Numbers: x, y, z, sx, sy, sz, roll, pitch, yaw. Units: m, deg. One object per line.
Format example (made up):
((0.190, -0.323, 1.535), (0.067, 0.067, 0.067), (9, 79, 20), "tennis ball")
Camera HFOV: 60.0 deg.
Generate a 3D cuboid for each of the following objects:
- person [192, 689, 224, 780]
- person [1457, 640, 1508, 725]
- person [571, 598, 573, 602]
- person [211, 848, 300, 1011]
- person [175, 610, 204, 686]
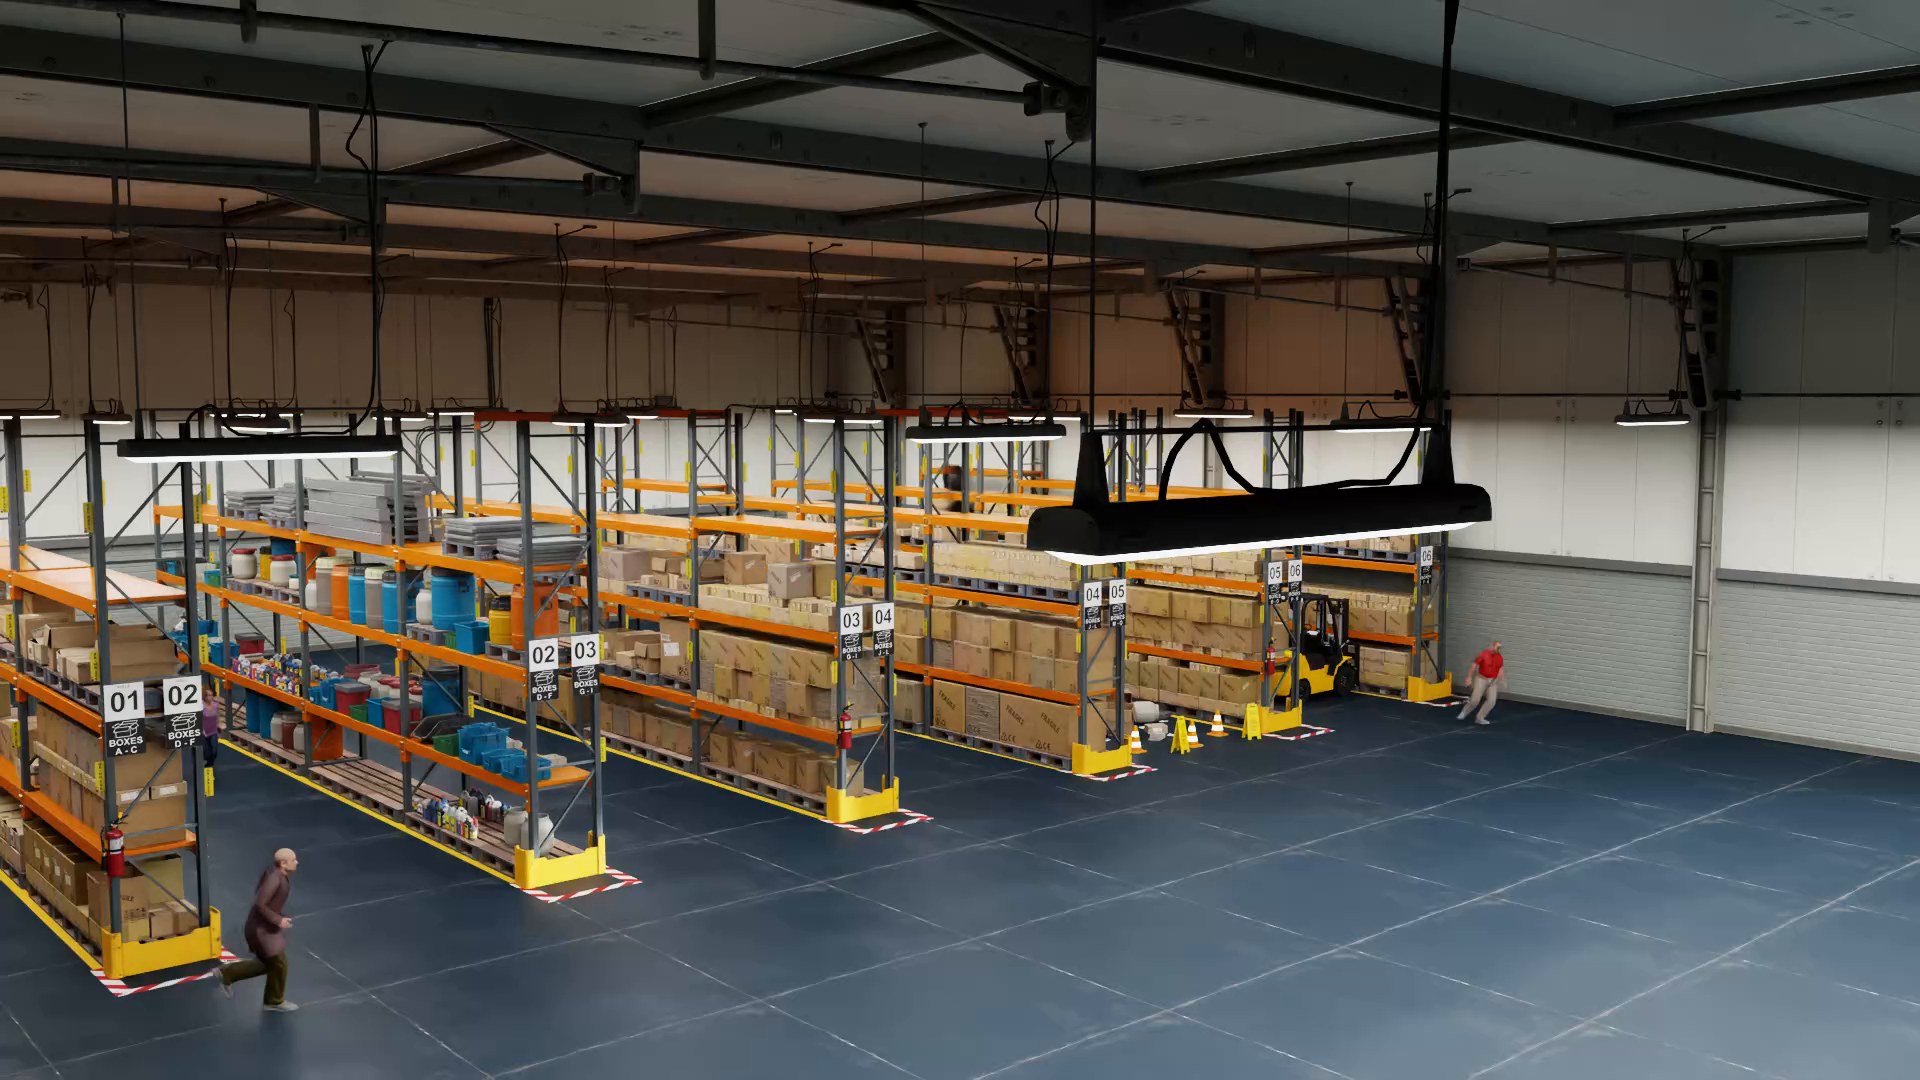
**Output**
((-12.385, 3.182, 27.267), (0.544, 1.534, 0.539), (4, 6, 38), "person")
((10.006, 2.707, 31.845), (0.832, 1.650, 0.644), (-2, 5, -19), "person")
((-8.868, 2.110, 38.505), (0.603, 1.668, 0.653), (-4, 6, -37), "person")
((-7.184, 4.012, 16.943), (0.869, 1.725, 0.707), (-1, 5, -10), "person")
((-16.705, 2.346, 35.807), (0.761, 1.748, 0.509), (-3, 6, -29), "person")
